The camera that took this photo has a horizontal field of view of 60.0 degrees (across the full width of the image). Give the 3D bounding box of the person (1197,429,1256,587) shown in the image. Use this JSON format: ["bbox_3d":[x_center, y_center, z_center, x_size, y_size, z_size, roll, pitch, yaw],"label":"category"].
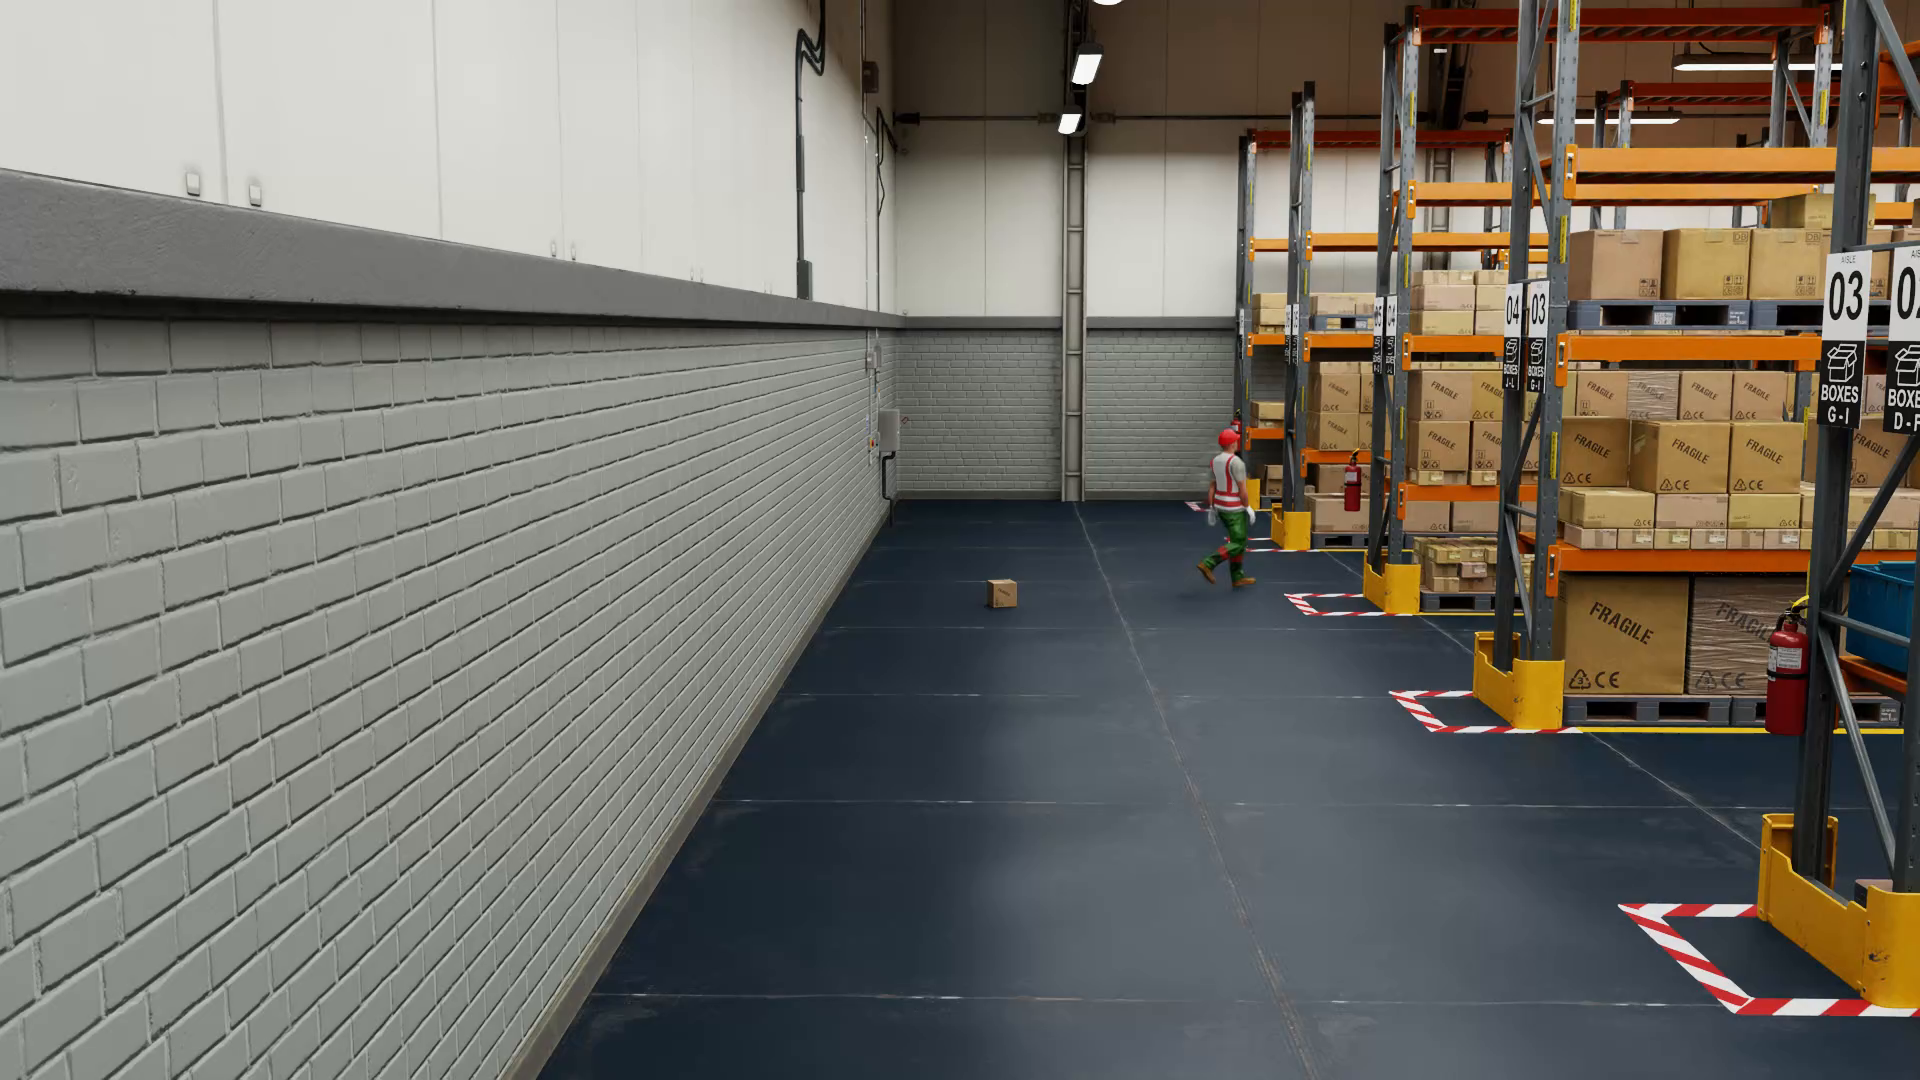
[{"bbox_3d":[2.950,-0.338,18.289,0.862,1.763,0.531,-3,8,-23],"label":"person"}]
